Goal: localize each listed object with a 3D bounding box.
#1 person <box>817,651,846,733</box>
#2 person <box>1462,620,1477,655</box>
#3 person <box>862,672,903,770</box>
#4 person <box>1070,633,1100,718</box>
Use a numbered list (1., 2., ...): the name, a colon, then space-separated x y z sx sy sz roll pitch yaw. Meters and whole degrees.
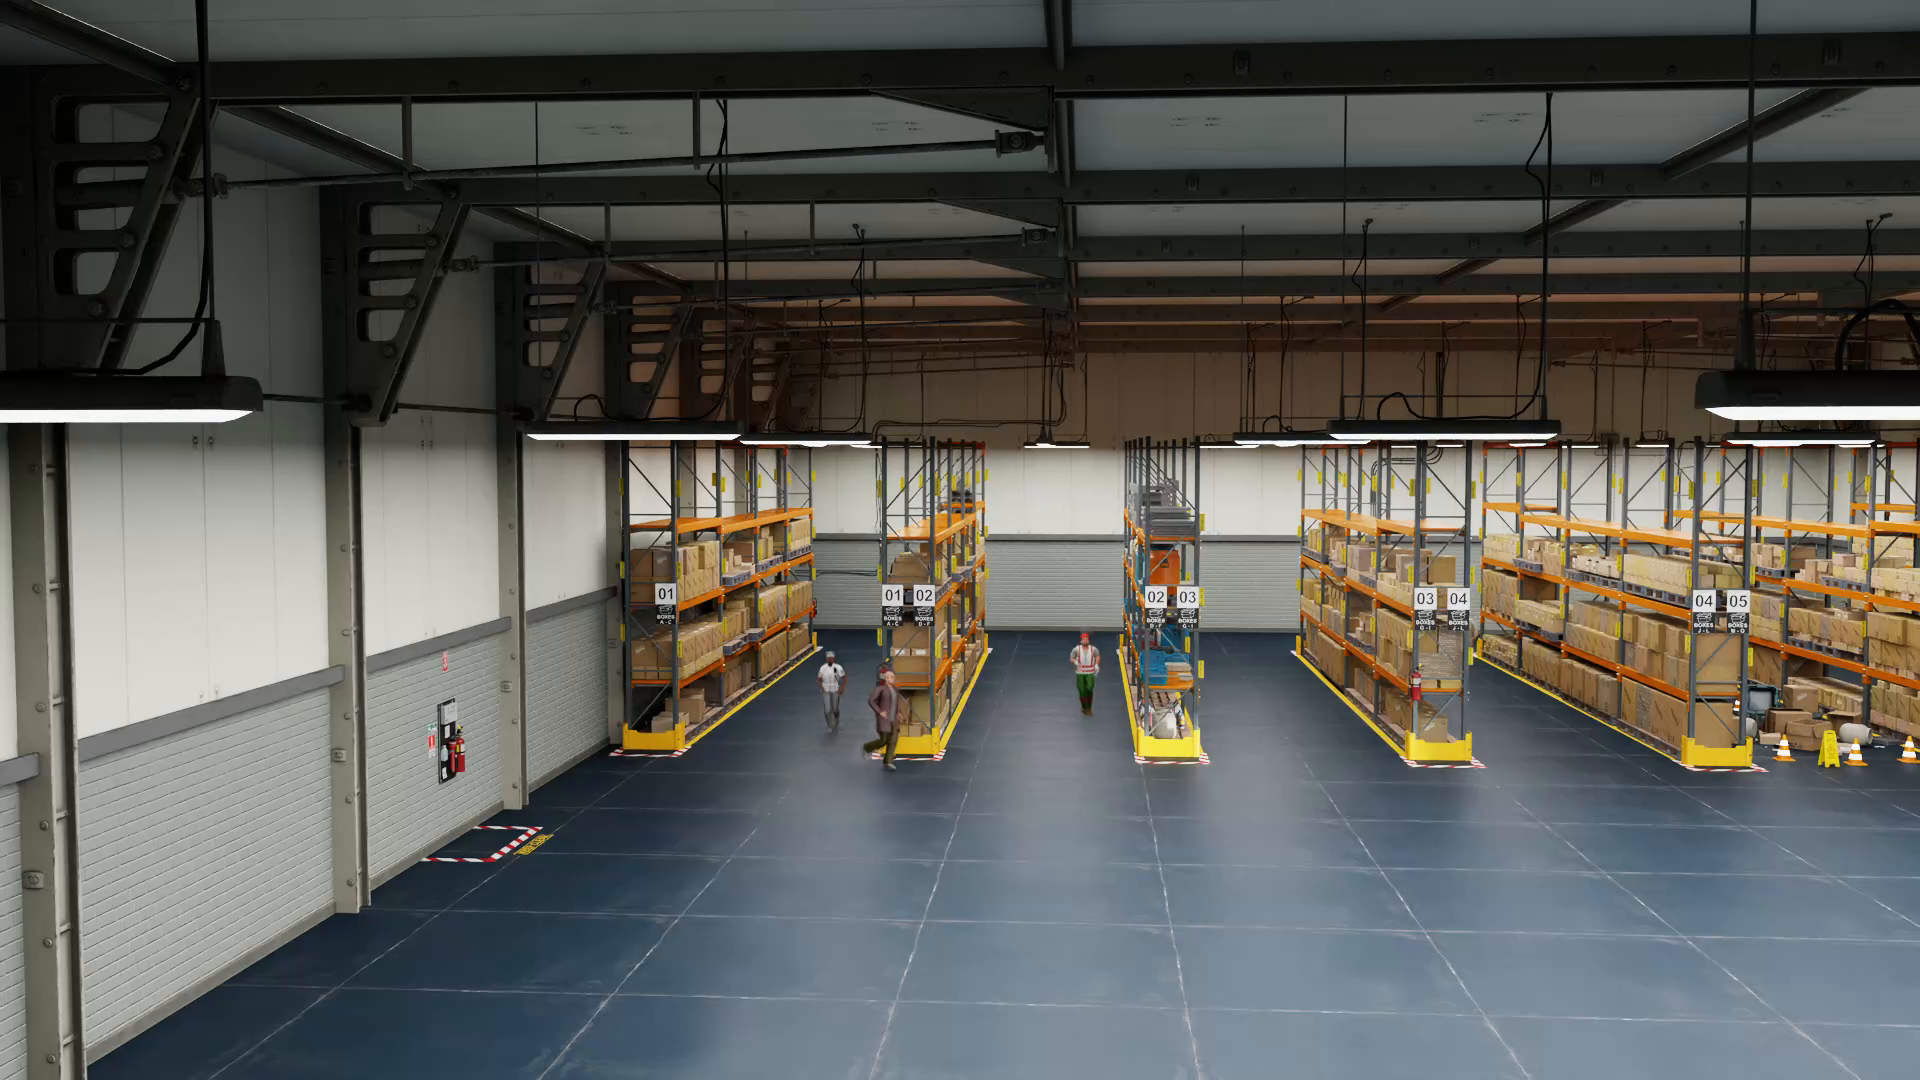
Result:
1. person: -2.622 3.083 33.925 0.601 1.660 0.592 0 3 1
2. person: 13.050 2.621 42.898 0.579 1.636 0.551 1 3 10
3. person: -1.305 3.249 30.127 0.854 1.715 0.769 3 4 43
4. person: 2.686 2.920 35.918 0.635 1.825 0.749 0 3 7
